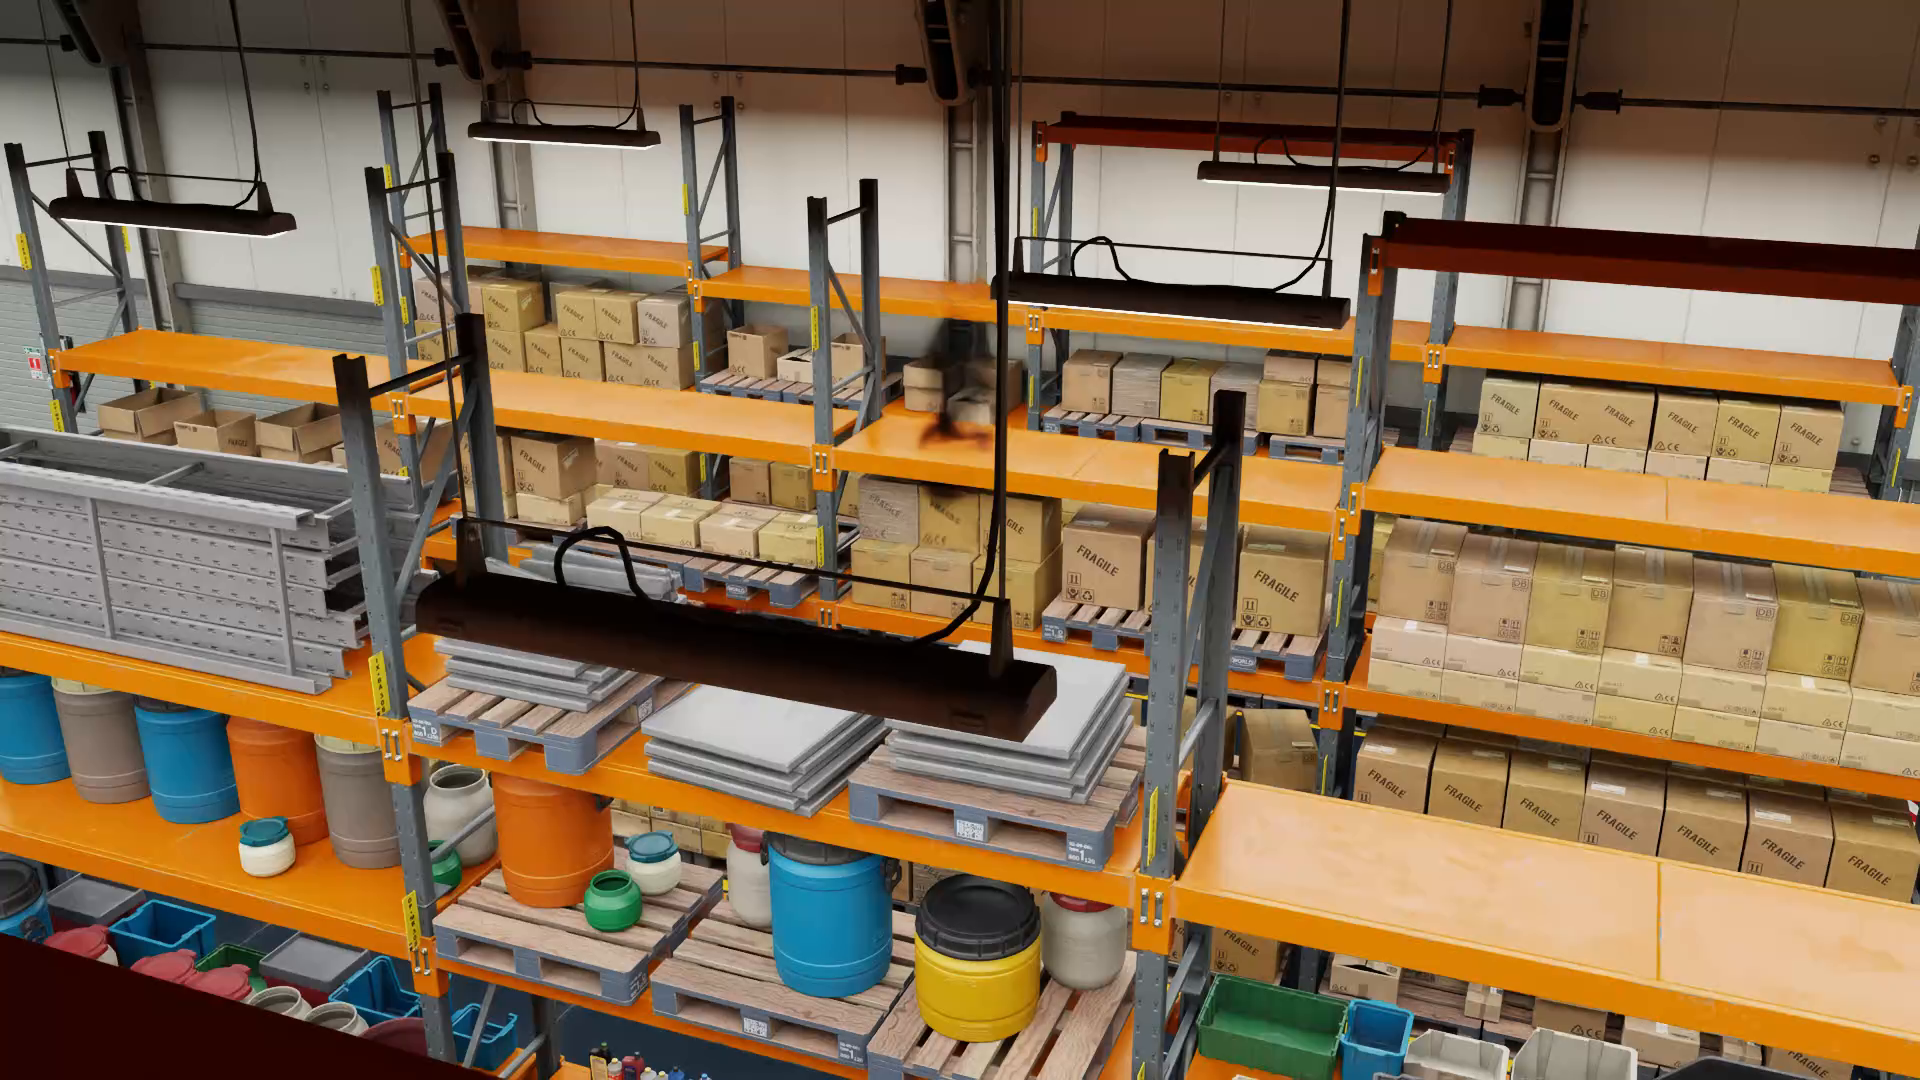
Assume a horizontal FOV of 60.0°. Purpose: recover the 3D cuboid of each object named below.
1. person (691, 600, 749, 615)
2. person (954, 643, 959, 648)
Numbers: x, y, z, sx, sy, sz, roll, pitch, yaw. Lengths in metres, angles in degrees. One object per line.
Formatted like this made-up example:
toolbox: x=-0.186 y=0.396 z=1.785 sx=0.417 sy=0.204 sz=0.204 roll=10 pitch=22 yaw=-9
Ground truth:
person: x=-2.437 y=0.968 z=17.463 sx=1.010 sy=1.762 sz=0.687 roll=7 pitch=22 yaw=18
person: x=0.061 y=1.635 z=15.679 sx=0.791 sy=1.733 sz=0.714 roll=6 pitch=22 yaw=16
